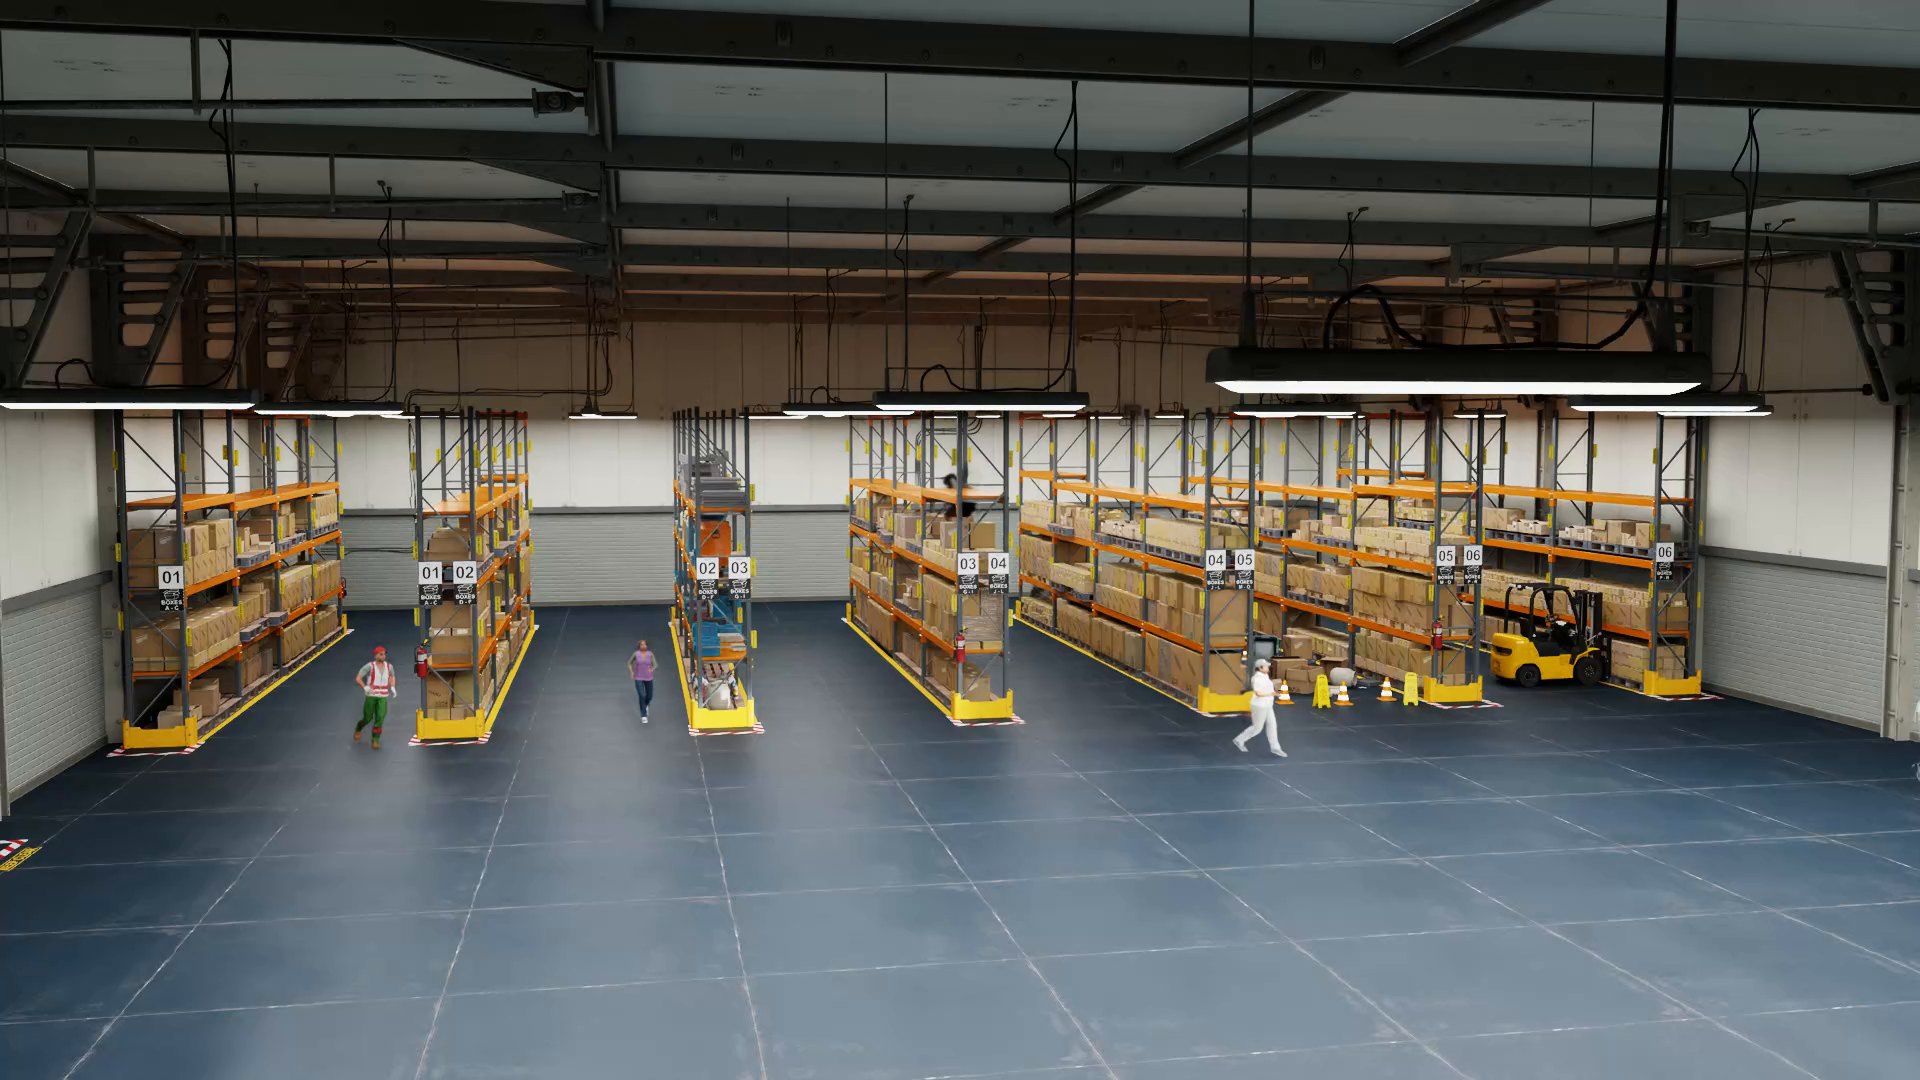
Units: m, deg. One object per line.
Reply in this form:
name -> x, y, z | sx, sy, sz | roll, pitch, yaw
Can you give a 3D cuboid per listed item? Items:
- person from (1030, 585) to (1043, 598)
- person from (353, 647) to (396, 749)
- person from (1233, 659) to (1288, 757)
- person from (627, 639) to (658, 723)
person -> 2.308, 1.361, 50.074 | 0.811, 1.581, 0.645 | 3, 5, 34
person -> -10.271, 2.757, 29.347 | 0.719, 1.741, 0.928 | -3, 5, -38
person -> 5.133, 2.861, 28.380 | 0.925, 1.674, 0.608 | 2, 4, 23
person -> -6.057, 2.668, 31.761 | 0.554, 1.569, 0.810 | -1, 4, -18
